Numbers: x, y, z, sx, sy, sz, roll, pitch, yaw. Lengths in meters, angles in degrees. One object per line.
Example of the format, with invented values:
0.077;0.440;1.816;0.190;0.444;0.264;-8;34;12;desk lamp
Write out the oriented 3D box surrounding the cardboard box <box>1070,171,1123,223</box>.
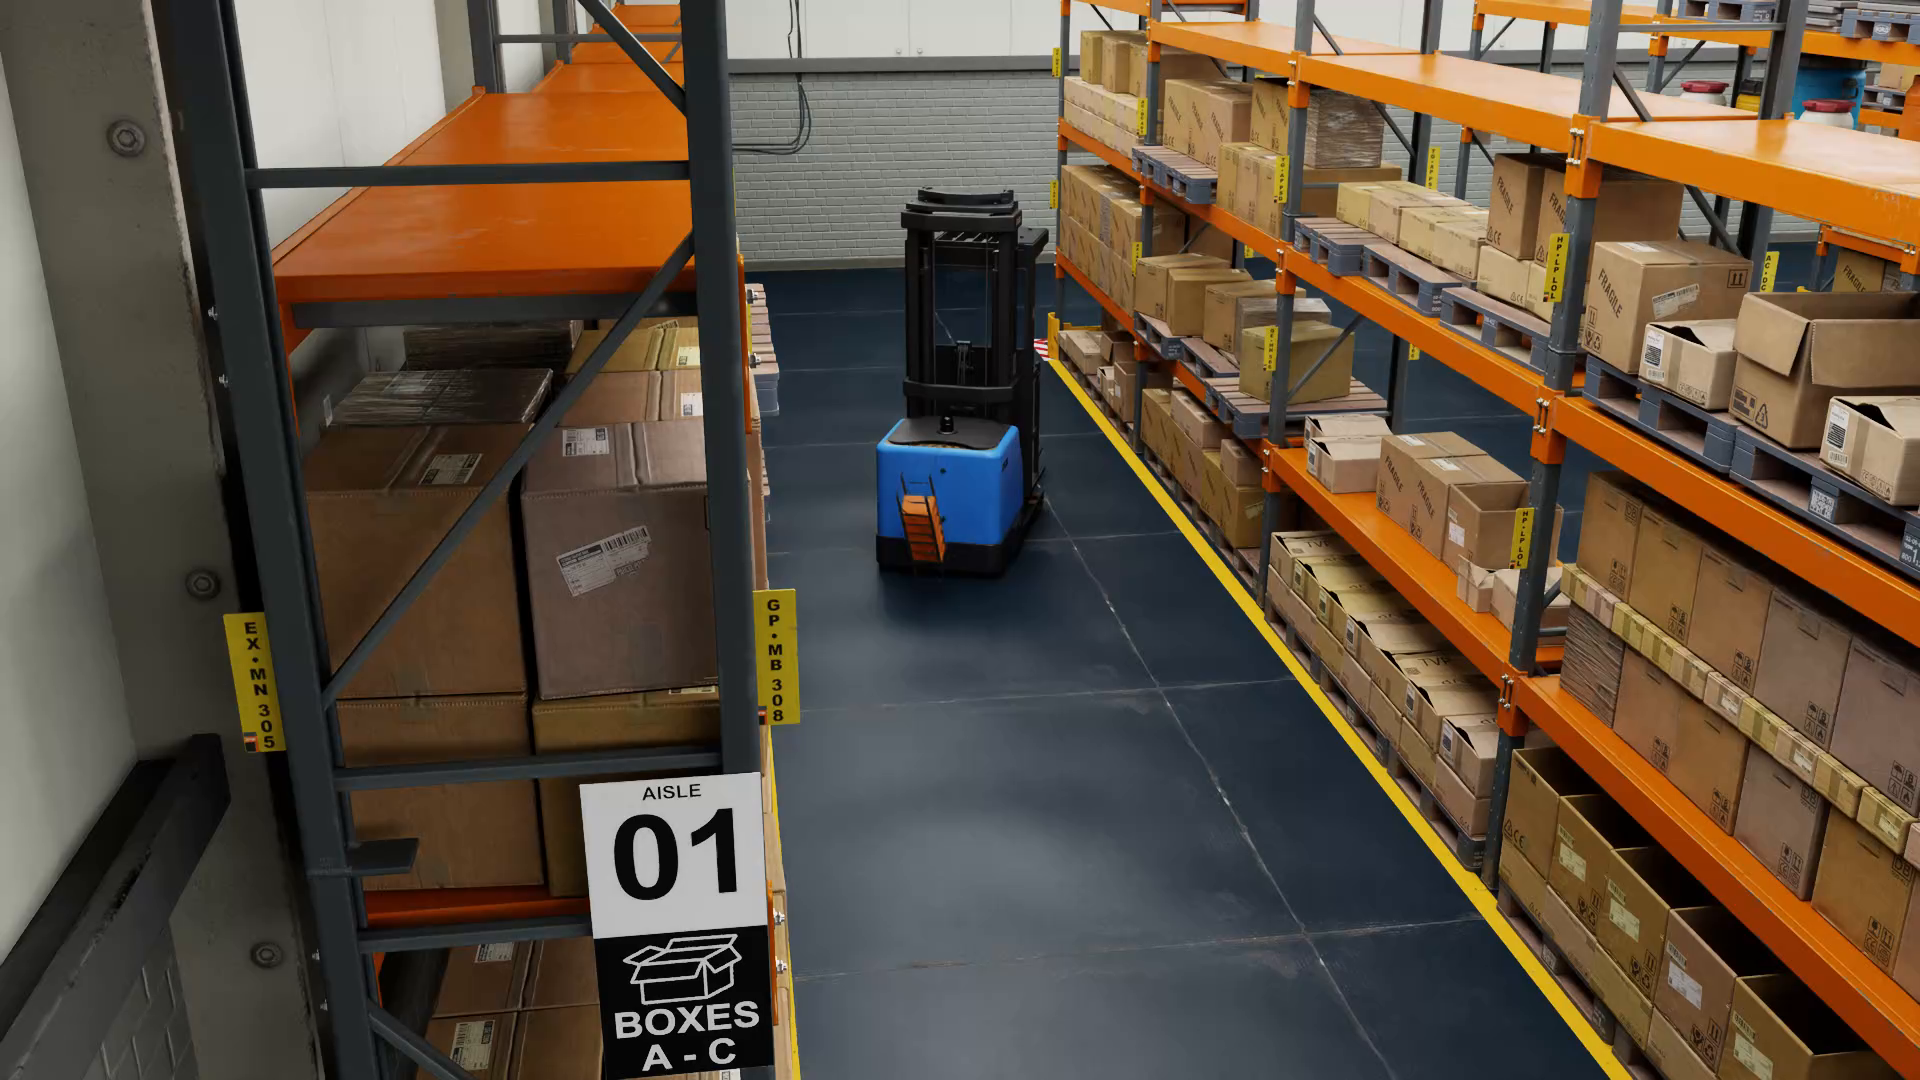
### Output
1.534;-3.854;18.675;0.500;0.500;0.500;-3;21;-7;cardboard box

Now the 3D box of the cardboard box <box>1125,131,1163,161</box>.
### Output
1.891;-3.791;16.007;0.500;0.250;0.500;-3;21;-8;cardboard box

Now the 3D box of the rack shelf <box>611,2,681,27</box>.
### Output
-2.965;-5.029;16.418;1.077;0.370;4.000;-3;21;-8;rack shelf

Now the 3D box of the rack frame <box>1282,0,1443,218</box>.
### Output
2.801;-3.727;11.333;1.000;3.000;0.127;-3;21;-8;rack frame

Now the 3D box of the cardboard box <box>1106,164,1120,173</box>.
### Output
1.984;-4.061;19.231;0.500;0.500;0.500;-3;21;-8;cardboard box

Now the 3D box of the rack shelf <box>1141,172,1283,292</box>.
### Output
2.513;-2.677;13.837;1.077;0.370;4.000;-3;21;-8;rack shelf

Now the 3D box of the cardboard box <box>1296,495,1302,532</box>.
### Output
2.937;-0.304;13.688;0.500;0.500;0.500;-4;21;-10;cardboard box

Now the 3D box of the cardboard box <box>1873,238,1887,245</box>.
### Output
11.291;-3.660;20.086;0.380;0.149;0.250;-3;21;-9;cardboard box

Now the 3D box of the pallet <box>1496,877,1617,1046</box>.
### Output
3.451;2.052;8.419;1.003;0.211;1.213;-3;21;-8;pallet

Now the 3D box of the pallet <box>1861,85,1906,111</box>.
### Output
11.569;-5.292;19.937;1.003;0.211;1.213;-3;21;-8;pallet

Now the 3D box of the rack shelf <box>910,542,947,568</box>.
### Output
-0.245;0.109;13.023;0.258;0.103;0.180;4;55;11;rack shelf

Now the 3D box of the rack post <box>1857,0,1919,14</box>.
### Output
7.558;-4.189;12.677;0.954;0.300;0.937;-3;21;-8;rack post

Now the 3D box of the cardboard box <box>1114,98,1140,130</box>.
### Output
1.817;-4.198;16.382;0.500;0.250;0.500;-3;21;-8;cardboard box

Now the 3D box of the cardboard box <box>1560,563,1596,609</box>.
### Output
3.225;0.221;8.268;0.380;0.149;0.250;-3;21;-8;cardboard box

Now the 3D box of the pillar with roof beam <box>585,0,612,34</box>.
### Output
-0.238;-7.354;21.044;9.100;9.000;0.400;-3;21;-8;pillar with roof beam

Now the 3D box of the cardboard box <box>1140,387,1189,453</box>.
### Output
2.053;-1.157;15.969;0.500;0.500;0.500;-4;21;-10;cardboard box

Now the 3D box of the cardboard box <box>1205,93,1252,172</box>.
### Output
2.419;-3.357;13.744;0.600;0.600;0.600;-4;21;-10;cardboard box

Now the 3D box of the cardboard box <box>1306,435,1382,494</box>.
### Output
2.739;-0.555;11.543;0.500;0.311;0.500;-3;21;-8;cardboard box

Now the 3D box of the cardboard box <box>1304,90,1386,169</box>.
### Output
2.745;-2.988;12.070;0.500;0.500;0.500;-3;21;-8;cardboard box

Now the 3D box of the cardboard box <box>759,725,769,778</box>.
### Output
-0.790;0.327;4.595;0.500;0.500;0.500;-2;21;-4;cardboard box

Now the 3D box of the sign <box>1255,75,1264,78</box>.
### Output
2.773;-4.162;15.484;0.100;0.325;0.005;-3;21;-8;sign

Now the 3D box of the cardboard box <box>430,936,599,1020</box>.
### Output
-1.288;1.487;5.062;0.500;0.500;0.500;-3;21;-7;cardboard box

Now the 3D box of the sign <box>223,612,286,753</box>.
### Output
-1.499;0.306;3.558;0.100;0.325;0.005;-3;21;-8;sign

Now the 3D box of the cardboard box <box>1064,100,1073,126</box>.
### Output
1.471;-4.830;18.789;0.500;0.250;0.500;-3;21;-8;cardboard box

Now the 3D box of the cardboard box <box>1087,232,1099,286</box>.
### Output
1.671;-3.041;17.927;0.500;0.500;0.500;-3;21;-7;cardboard box

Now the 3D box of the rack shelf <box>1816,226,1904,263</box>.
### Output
11.740;-3.155;19.405;1.077;0.370;4.000;-3;21;-8;rack shelf

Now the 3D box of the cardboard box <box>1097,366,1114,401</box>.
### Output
1.754;-1.690;17.669;0.500;0.311;0.500;-3;21;-8;cardboard box

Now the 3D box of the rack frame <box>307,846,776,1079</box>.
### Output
-0.947;2.105;4.294;1.000;3.000;0.127;-3;21;-8;rack frame

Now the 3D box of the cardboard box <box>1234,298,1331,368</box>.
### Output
2.656;-1.699;13.734;0.700;0.500;0.500;1;20;2;cardboard box

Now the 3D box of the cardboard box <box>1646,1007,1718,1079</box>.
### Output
3.357;2.255;7.220;0.500;0.250;0.500;-3;21;-8;cardboard box

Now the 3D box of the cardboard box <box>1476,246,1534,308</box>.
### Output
3.217;-1.467;9.184;0.500;0.250;0.500;-5;21;-13;cardboard box

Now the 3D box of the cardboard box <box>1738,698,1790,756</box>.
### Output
3.452;0.757;6.833;0.380;0.149;0.250;-3;21;-8;cardboard box

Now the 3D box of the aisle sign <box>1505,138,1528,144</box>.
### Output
6.830;-5.192;20.115;0.394;0.787;0.004;-3;21;-8;aisle sign

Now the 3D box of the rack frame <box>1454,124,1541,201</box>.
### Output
6.550;-3.935;20.464;1.000;3.000;0.127;-3;21;-8;rack frame

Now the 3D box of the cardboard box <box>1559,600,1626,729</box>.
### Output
3.448;0.575;8.246;0.700;0.500;0.500;-3;21;-9;cardboard box

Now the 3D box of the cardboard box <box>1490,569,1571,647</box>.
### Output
3.264;0.371;9.151;0.500;0.250;0.500;-2;21;-4;cardboard box

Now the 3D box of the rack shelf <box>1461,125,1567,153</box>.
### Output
6.839;-4.310;18.211;1.077;0.370;4.000;-3;21;-8;rack shelf

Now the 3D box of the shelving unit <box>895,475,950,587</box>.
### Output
-0.277;-0.055;12.794;0.258;1.200;0.189;4;55;11;shelving unit

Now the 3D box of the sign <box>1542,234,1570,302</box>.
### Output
2.842;-1.295;7.922;0.100;0.325;0.005;-3;21;-8;sign

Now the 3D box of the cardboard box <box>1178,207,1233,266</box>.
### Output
2.435;-2.994;16.373;0.500;0.500;0.500;-2;21;-6;cardboard box

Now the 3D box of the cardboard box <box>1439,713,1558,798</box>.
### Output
3.036;1.172;9.321;0.500;0.311;0.500;-3;21;-8;cardboard box

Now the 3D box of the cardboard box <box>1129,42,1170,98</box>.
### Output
2.107;-4.741;16.764;0.700;0.500;0.500;-3;21;-8;cardboard box

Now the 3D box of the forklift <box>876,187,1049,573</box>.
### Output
0.137;-1.588;14.280;1.130;2.935;3.031;4;21;12;forklift

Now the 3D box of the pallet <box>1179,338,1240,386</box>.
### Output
2.516;-1.499;14.218;1.003;0.211;1.213;-3;21;-8;pallet

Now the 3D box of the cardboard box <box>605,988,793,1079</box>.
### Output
-0.718;1.634;4.669;0.500;0.500;0.500;-3;21;-8;cardboard box

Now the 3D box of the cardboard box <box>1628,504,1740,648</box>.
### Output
3.522;0.142;7.551;0.700;0.500;0.500;-3;21;-8;cardboard box

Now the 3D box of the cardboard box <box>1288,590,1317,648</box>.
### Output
2.660;0.545;11.799;0.500;0.250;0.500;-3;21;-9;cardboard box

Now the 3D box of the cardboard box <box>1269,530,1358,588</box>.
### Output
2.586;0.108;12.167;0.500;0.311;0.500;-2;21;-6;cardboard box

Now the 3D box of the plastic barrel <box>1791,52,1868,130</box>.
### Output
7.524;-3.803;14.508;0.600;0.901;0.708;-3;21;-8;plastic barrel

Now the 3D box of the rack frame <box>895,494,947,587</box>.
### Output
-0.292;0.019;12.742;0.240;1.200;0.006;4;55;11;rack frame

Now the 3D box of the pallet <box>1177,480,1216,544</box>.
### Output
2.559;-0.292;14.696;1.003;0.211;1.213;-3;21;-8;pallet
